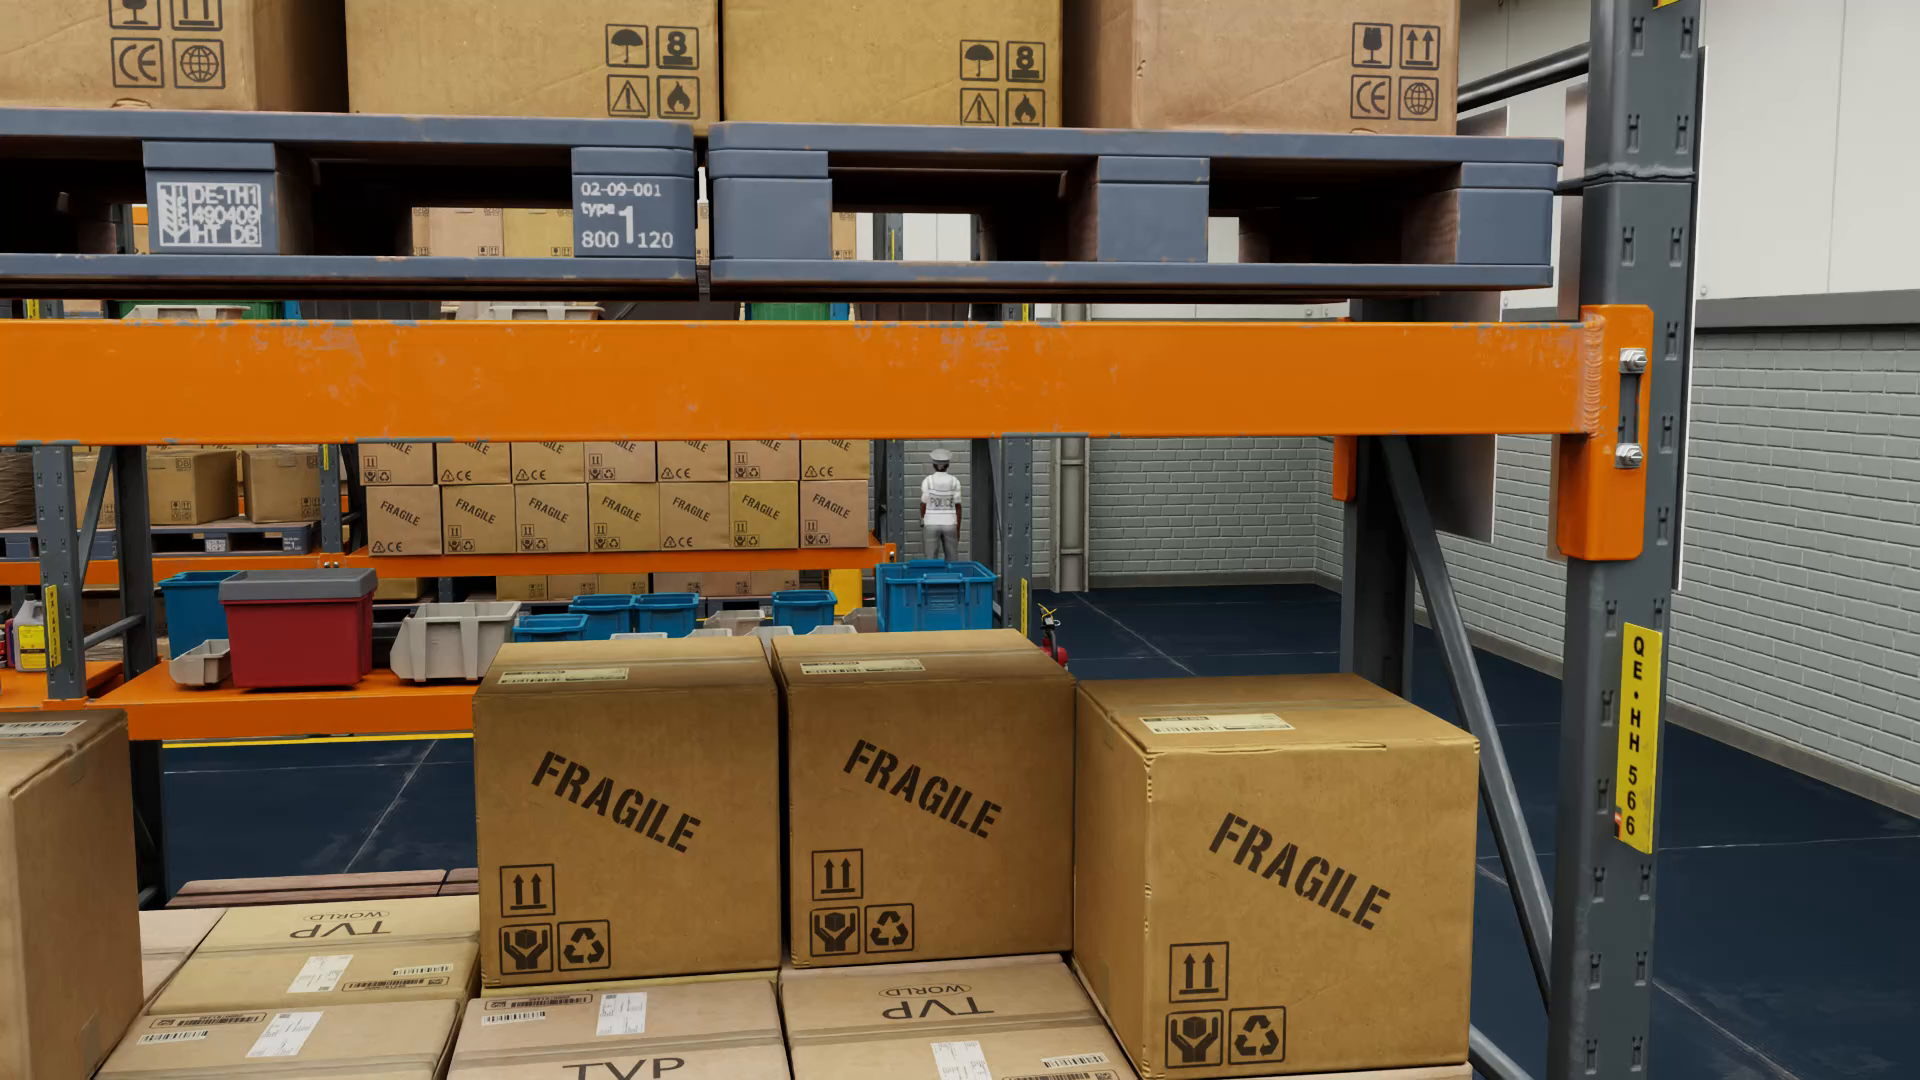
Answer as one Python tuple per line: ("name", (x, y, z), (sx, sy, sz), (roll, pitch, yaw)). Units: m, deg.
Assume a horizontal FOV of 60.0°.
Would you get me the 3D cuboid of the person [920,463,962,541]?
("person", (-0.205, -0.437, 17.605), (0.447, 0.991, 0.333), (-2, 7, -14))
